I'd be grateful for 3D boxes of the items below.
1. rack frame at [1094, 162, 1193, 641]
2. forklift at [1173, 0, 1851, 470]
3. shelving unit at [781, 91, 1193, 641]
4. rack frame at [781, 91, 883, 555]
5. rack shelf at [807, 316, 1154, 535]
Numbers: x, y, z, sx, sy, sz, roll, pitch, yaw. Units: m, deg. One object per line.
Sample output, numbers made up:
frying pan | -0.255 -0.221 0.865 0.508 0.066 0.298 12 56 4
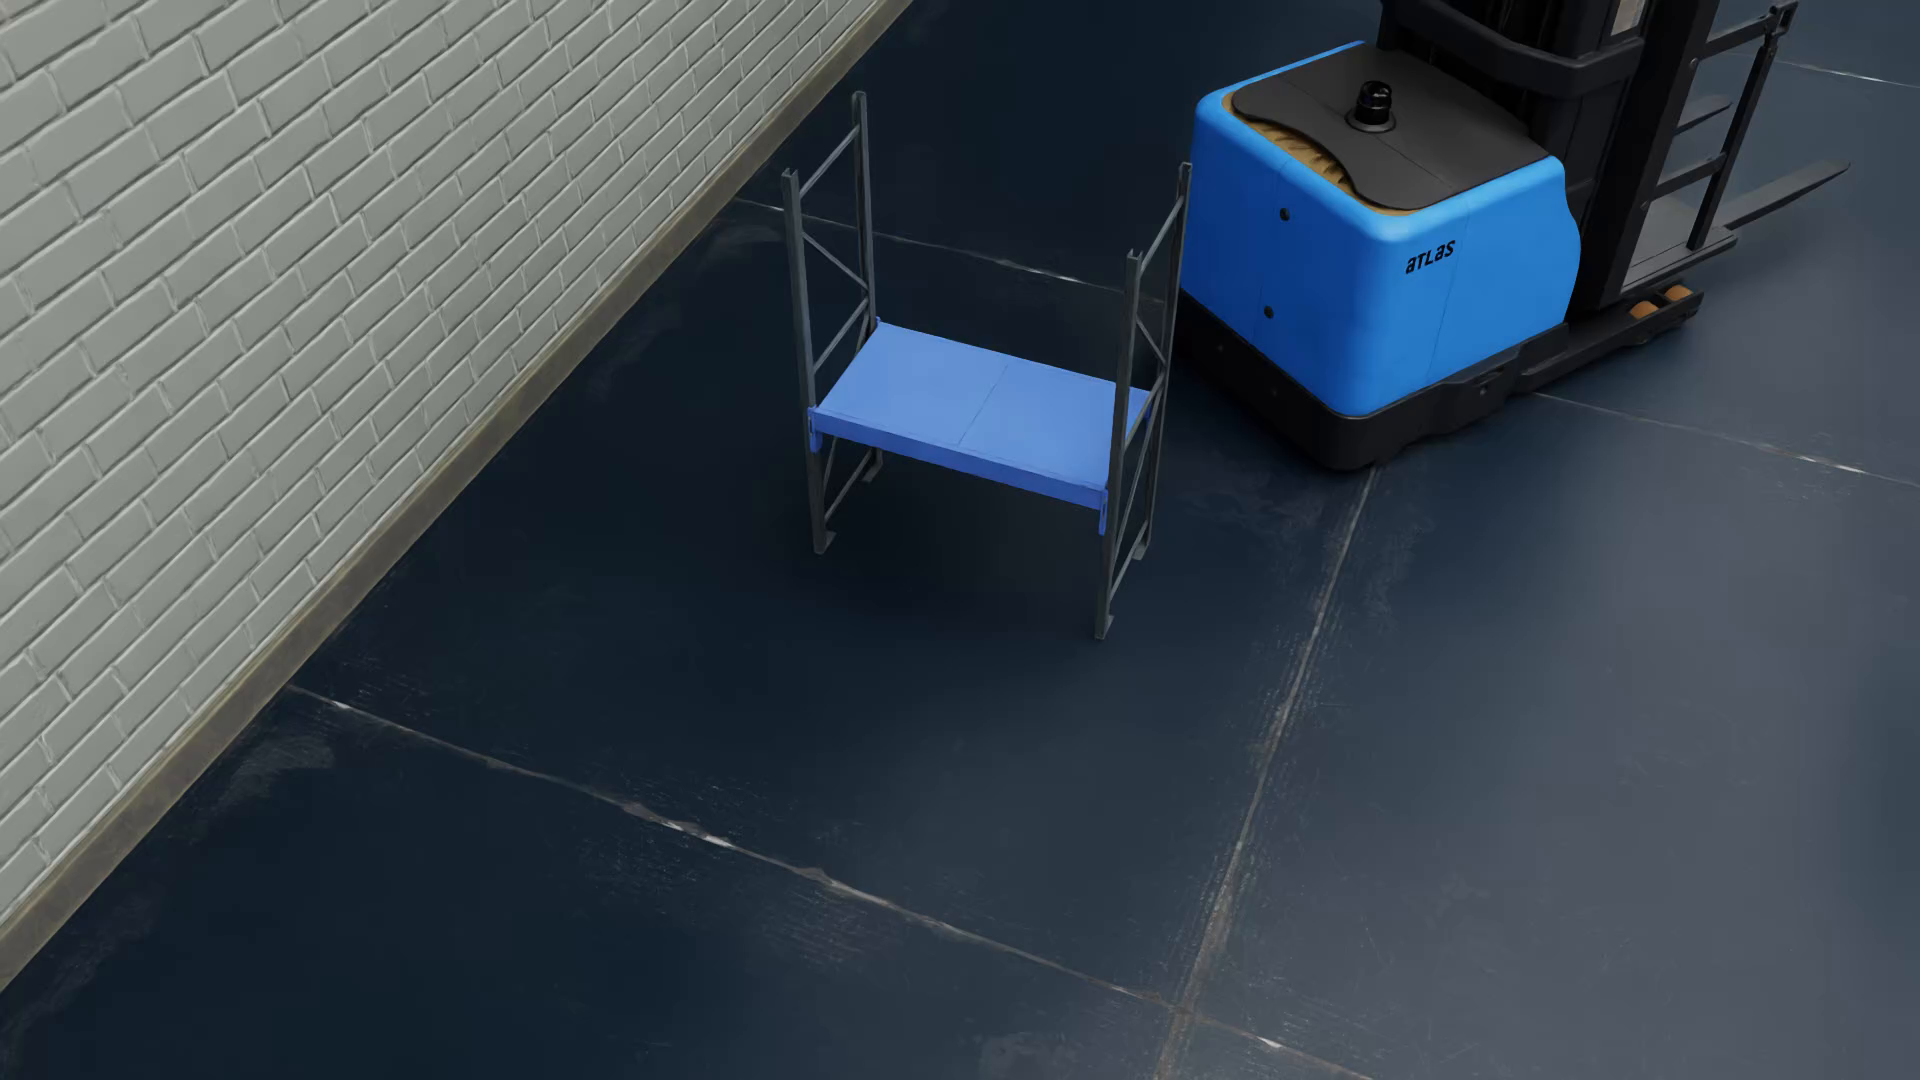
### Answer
rack frame | 0.548 -0.370 5.059 0.032 1.500 0.500 16 47 16
forklift | 2.321 -2.096 5.778 3.031 2.935 1.130 -24 50 -23
shelving unit | 0.079 -0.509 5.198 1.048 1.500 0.538 16 47 16
rack frame | -0.390 -0.647 5.336 0.032 1.500 0.500 16 47 16
rack shelf | 0.079 -0.381 5.325 1.000 0.185 0.538 16 47 16
